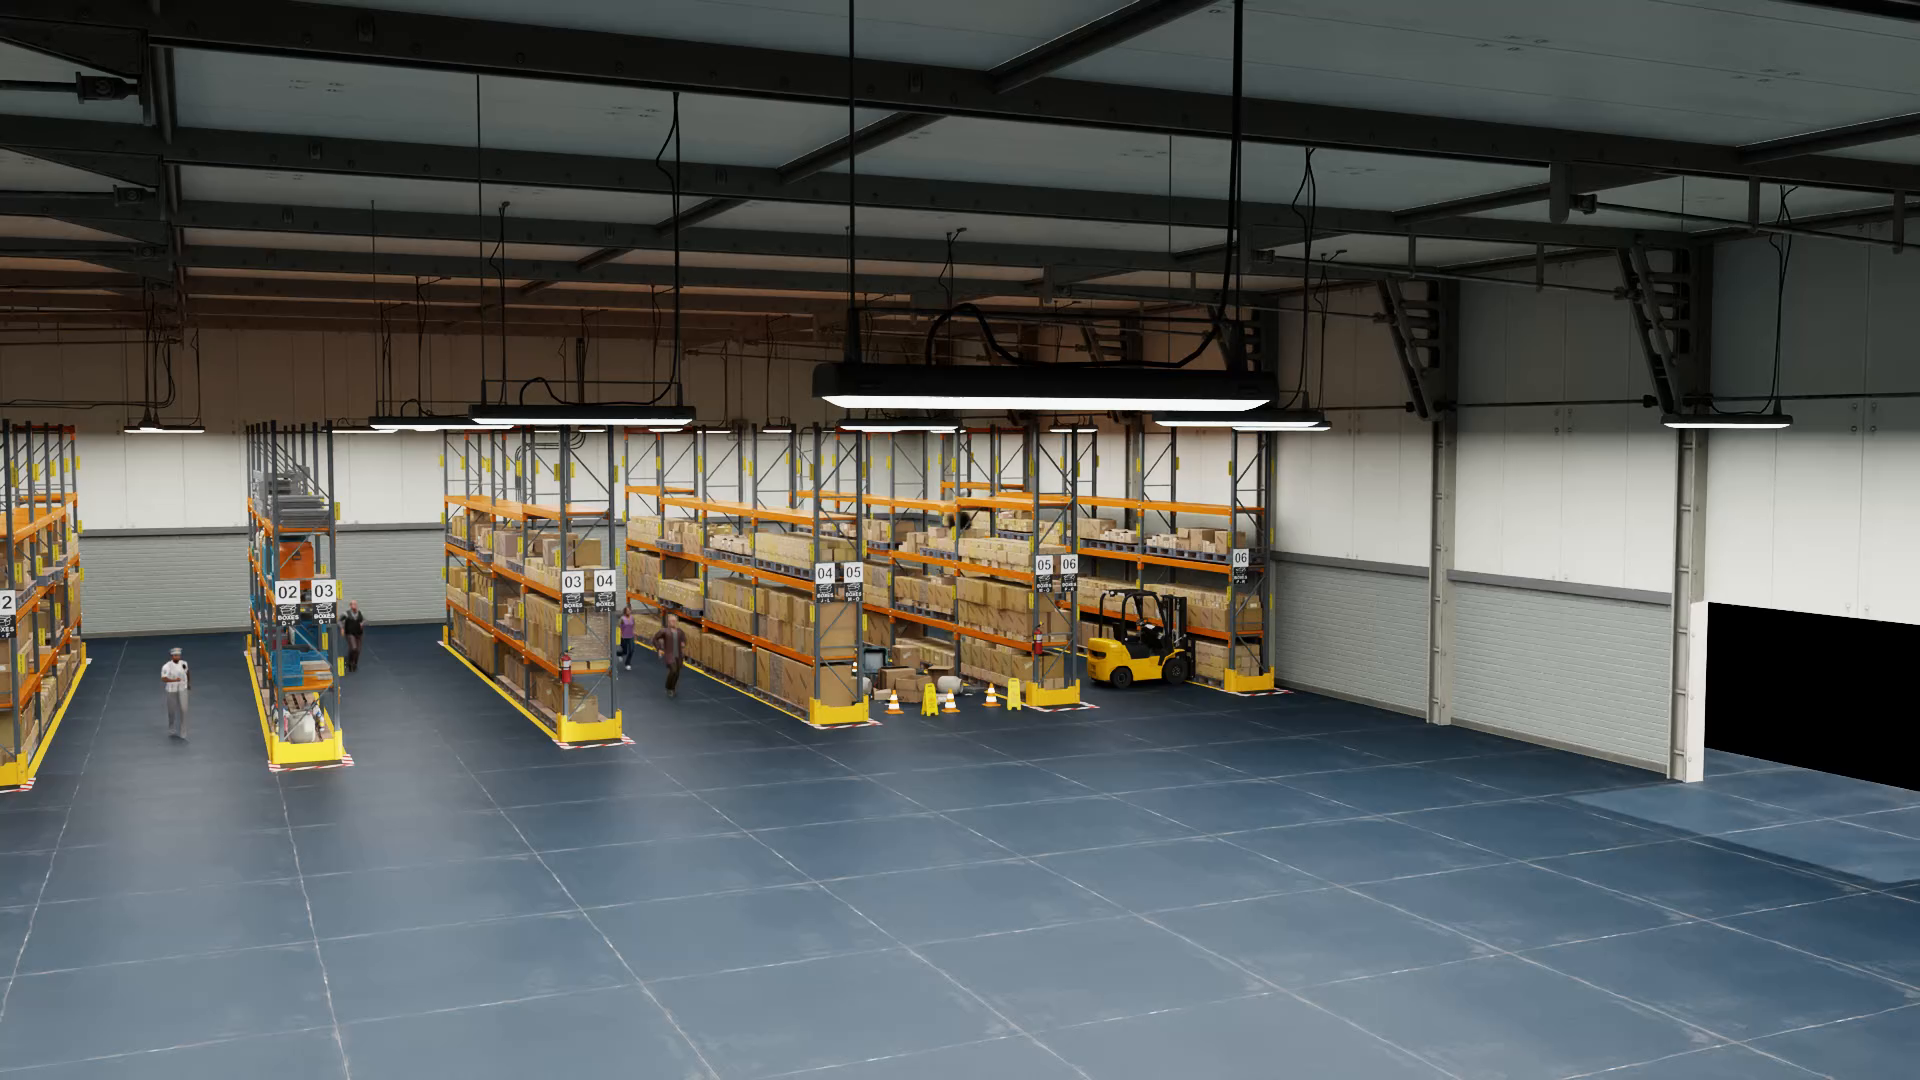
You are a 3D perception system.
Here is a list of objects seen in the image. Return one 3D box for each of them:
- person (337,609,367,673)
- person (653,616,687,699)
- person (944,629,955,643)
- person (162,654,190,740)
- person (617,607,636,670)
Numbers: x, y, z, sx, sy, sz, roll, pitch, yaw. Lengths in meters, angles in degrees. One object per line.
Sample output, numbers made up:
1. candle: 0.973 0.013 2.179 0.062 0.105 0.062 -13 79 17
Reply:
1. person: -14.760 2.442 40.433 0.638 1.549 0.546 -3 5 -40
2. person: -6.278 2.568 36.350 0.703 1.791 0.764 -3 4 -37
3. person: -0.205 2.132 44.073 0.580 1.532 0.557 -3 5 -40
4. person: -14.886 2.920 31.595 0.518 1.715 0.848 -2 4 -33
5. person: -8.220 2.402 40.892 0.490 1.559 0.658 -2 4 -30
